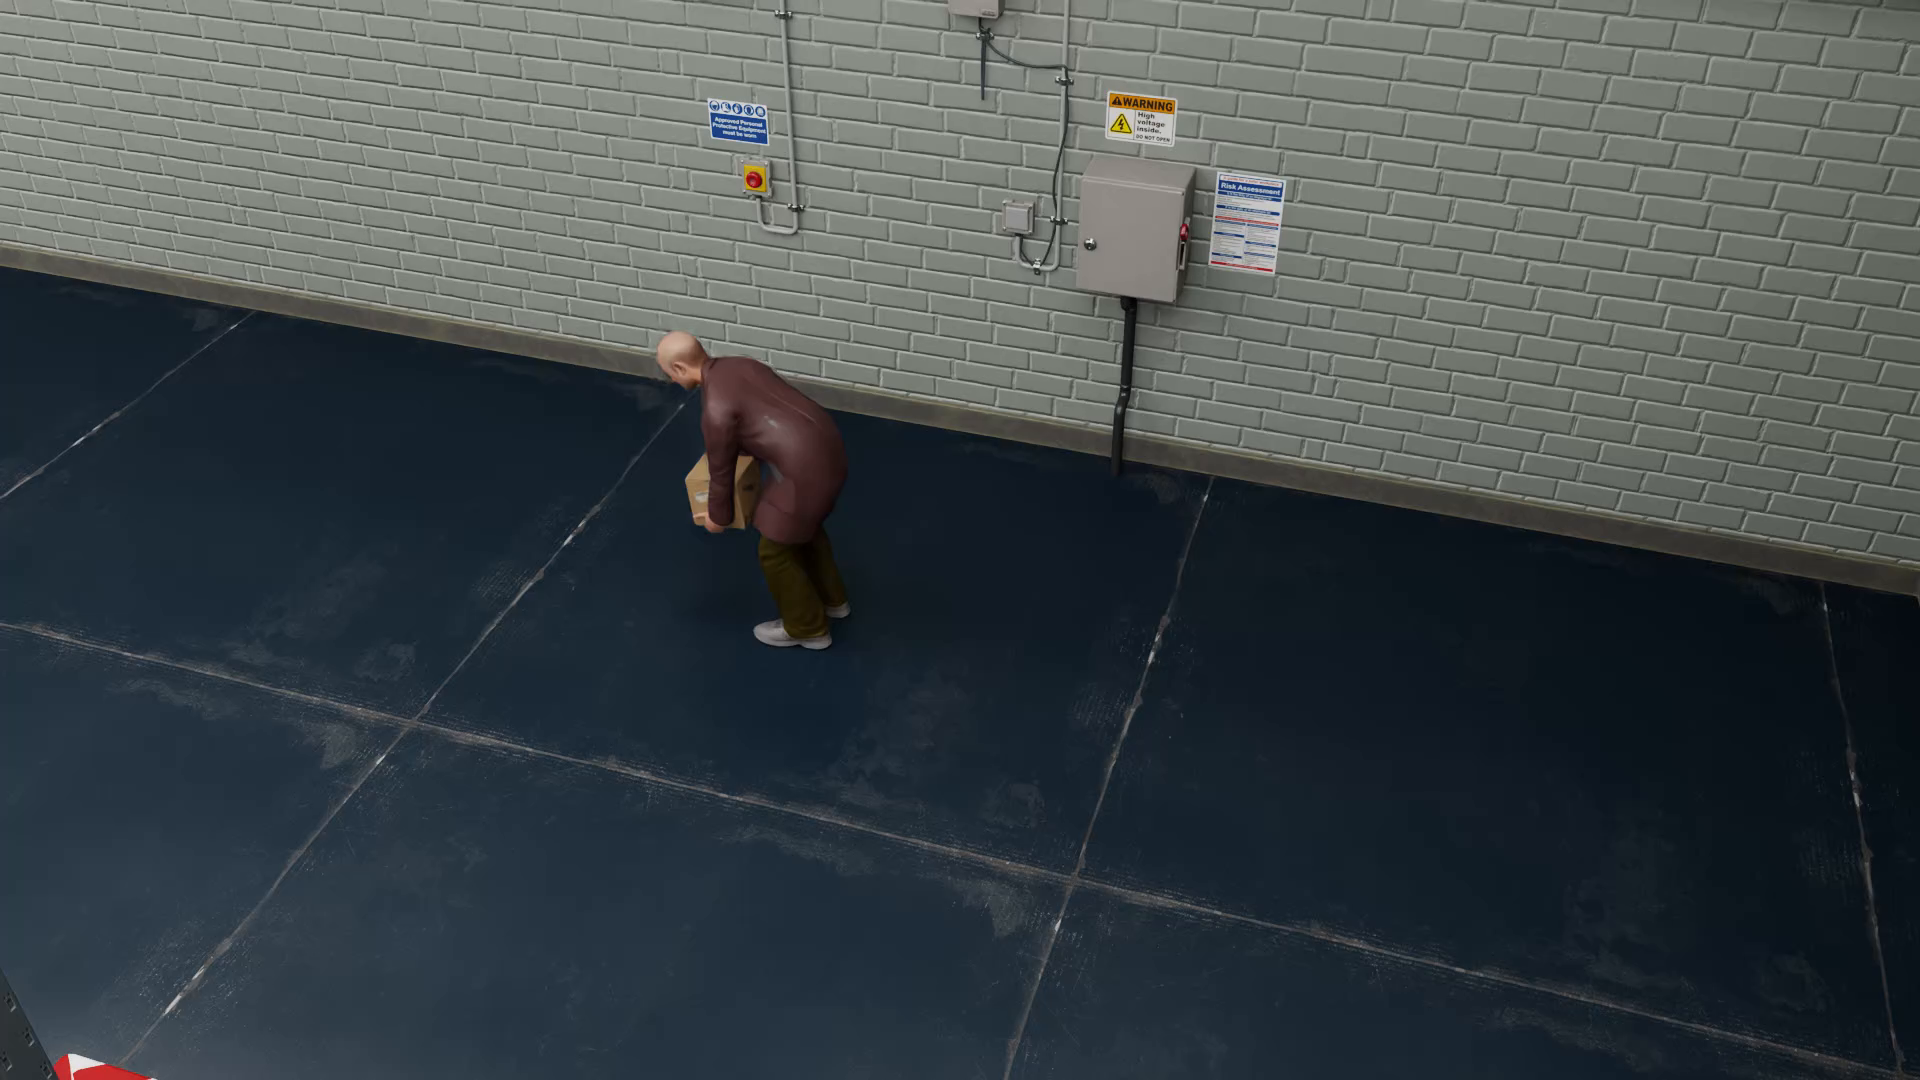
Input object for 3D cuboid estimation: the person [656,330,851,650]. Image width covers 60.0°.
[{"bbox_3d":[-0.902,-0.235,7.455,0.815,1.507,0.549,10,38,13],"label":"person"}]
